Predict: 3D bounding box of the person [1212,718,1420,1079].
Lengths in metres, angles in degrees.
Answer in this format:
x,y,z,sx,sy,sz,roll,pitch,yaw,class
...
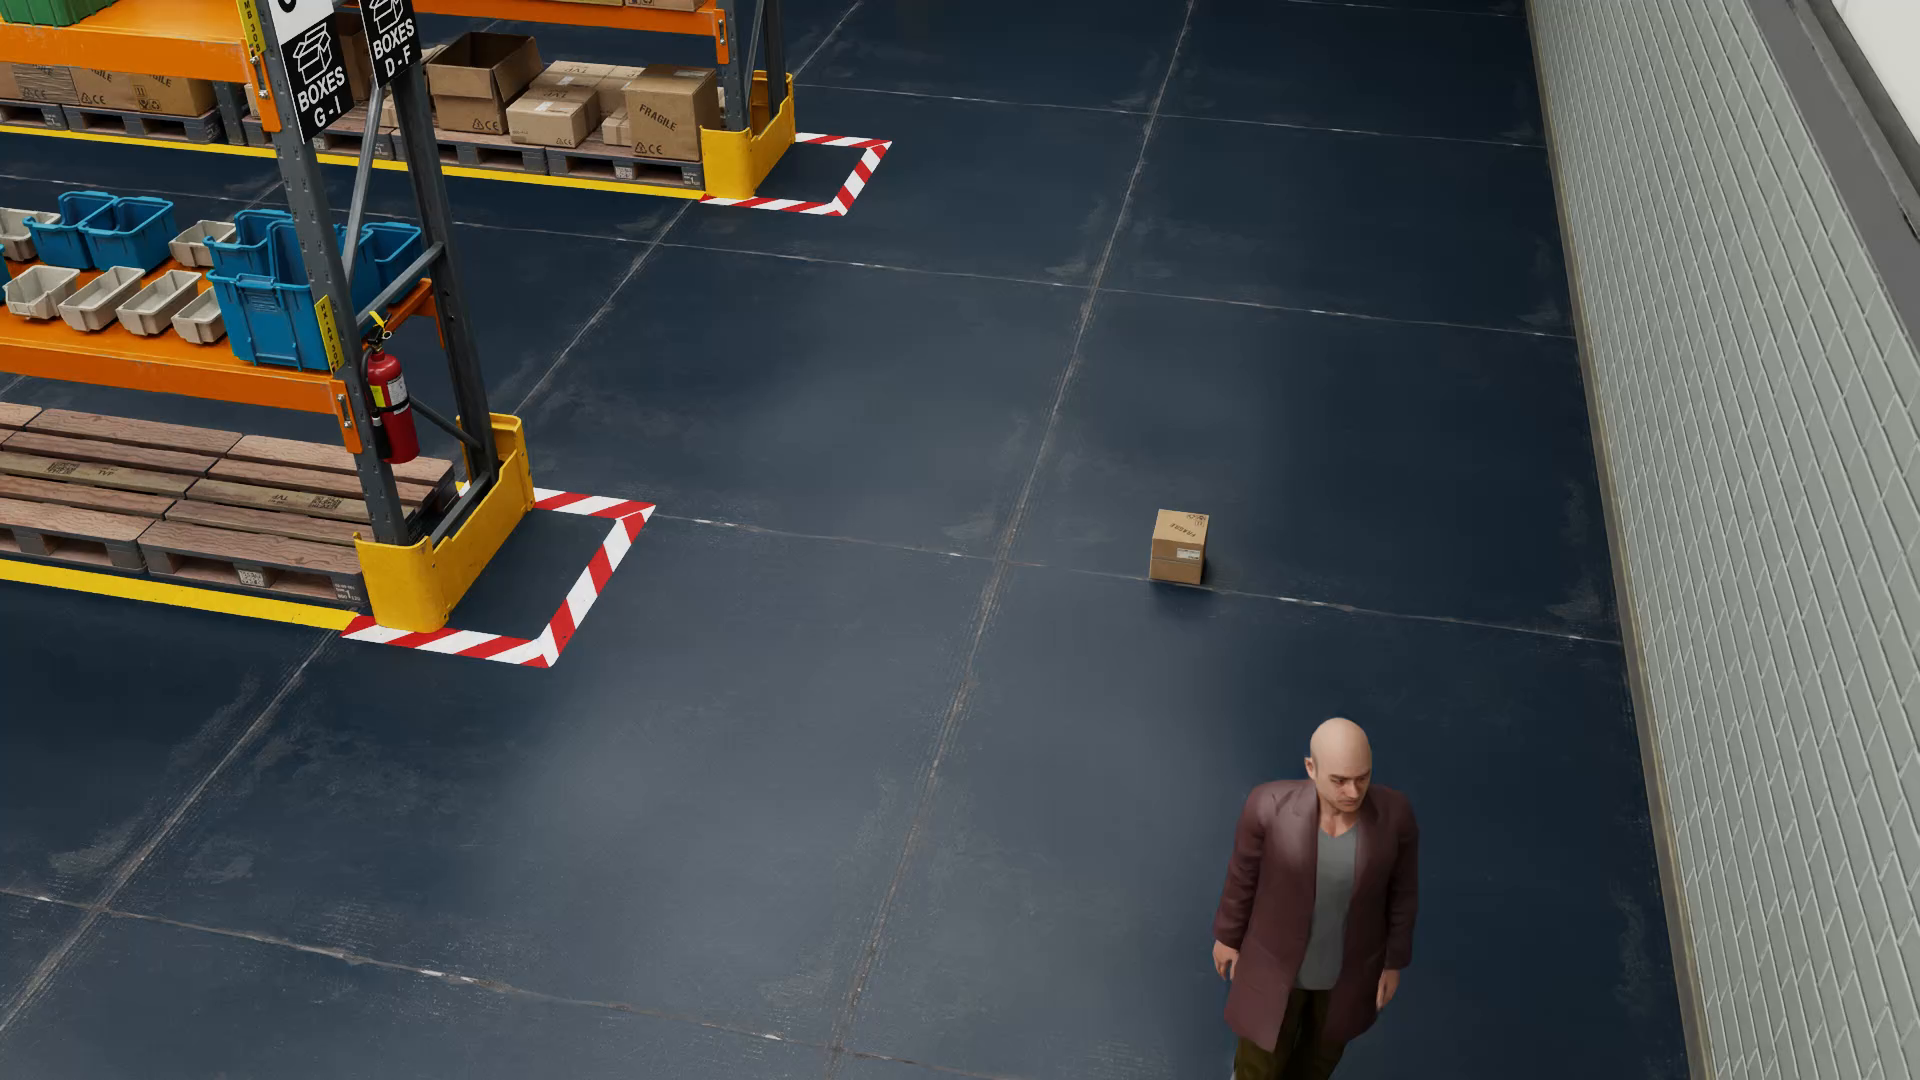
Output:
x,y,z,sx,sy,sz,roll,pitch,yaw,class
1.091,1.308,5.149,0.606,1.778,0.509,1,36,2,person
